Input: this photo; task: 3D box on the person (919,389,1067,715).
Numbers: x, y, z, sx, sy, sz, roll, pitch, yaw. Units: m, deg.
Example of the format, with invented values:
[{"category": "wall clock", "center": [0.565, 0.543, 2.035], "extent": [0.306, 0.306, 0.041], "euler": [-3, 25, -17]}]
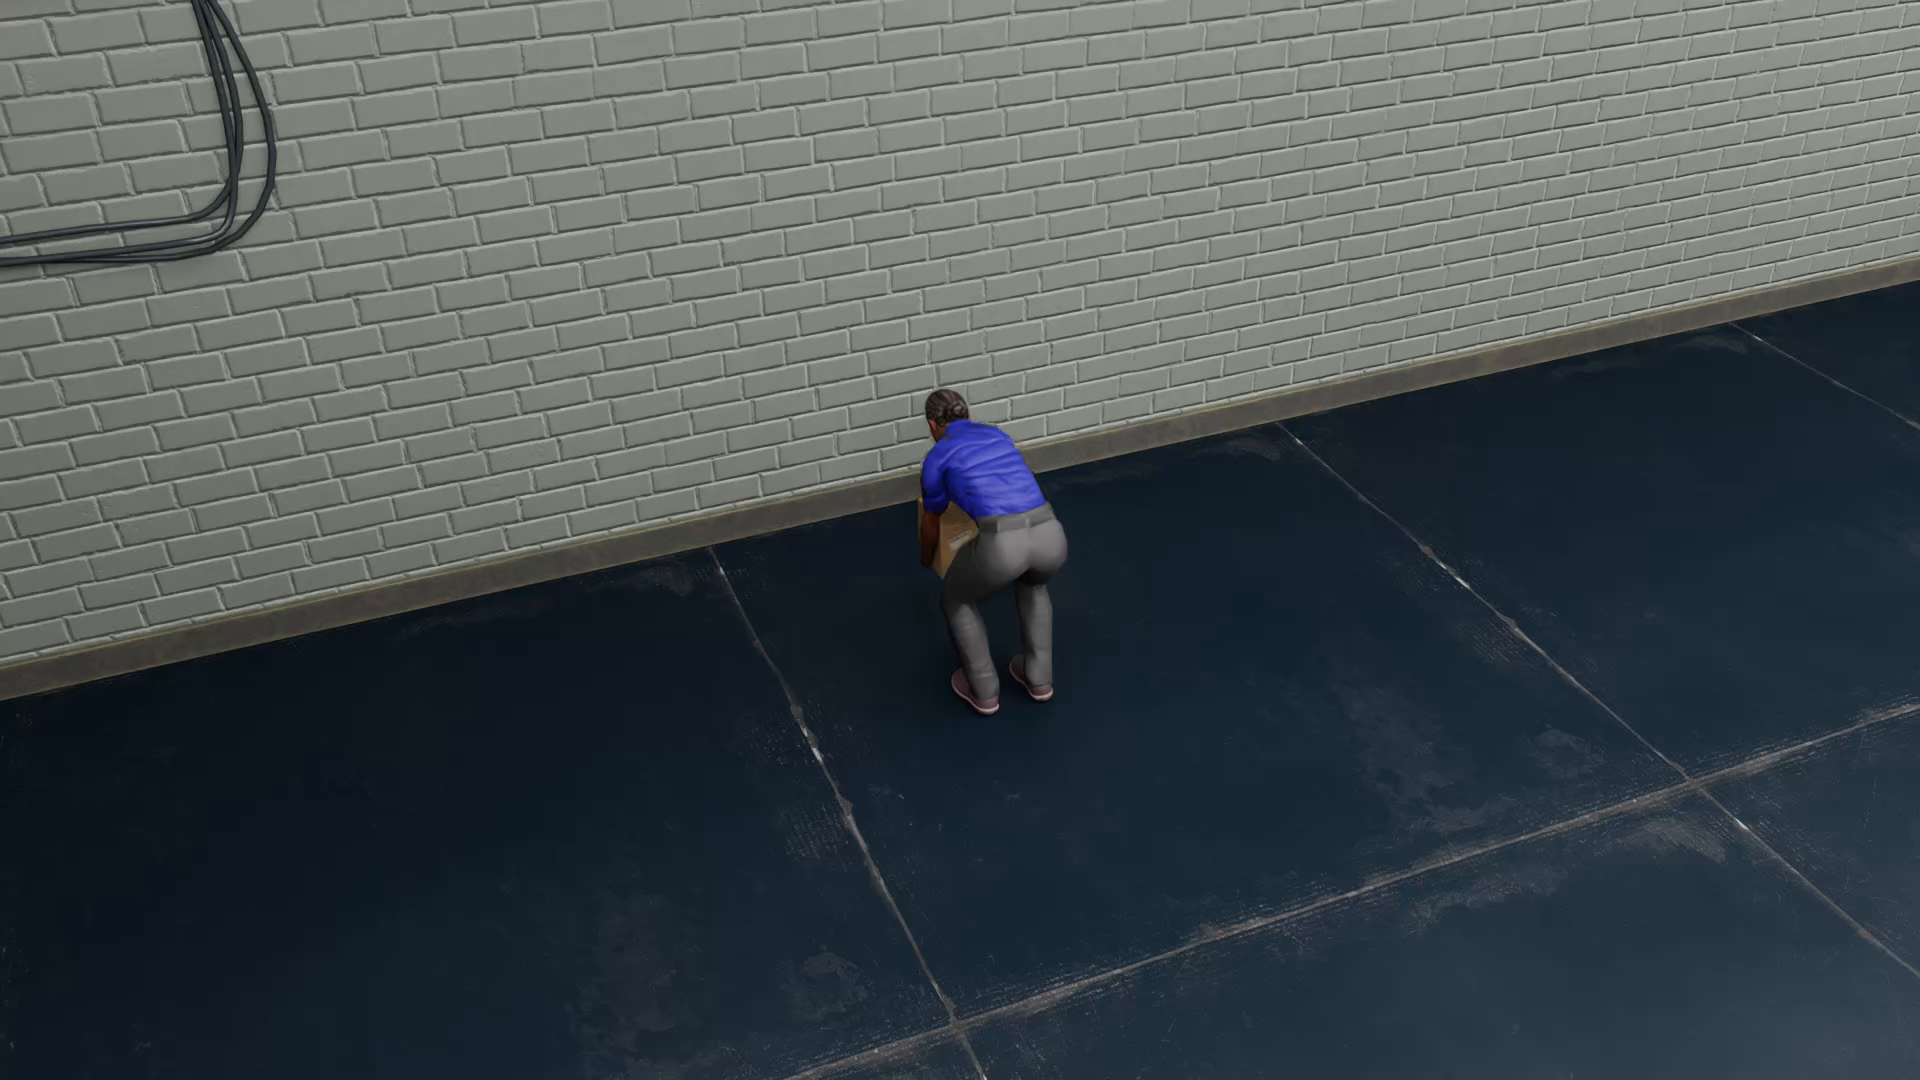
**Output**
[{"category": "person", "center": [0.098, 0.050, 6.557], "extent": [0.446, 1.123, 0.847], "euler": [-15, 36, -21]}]
